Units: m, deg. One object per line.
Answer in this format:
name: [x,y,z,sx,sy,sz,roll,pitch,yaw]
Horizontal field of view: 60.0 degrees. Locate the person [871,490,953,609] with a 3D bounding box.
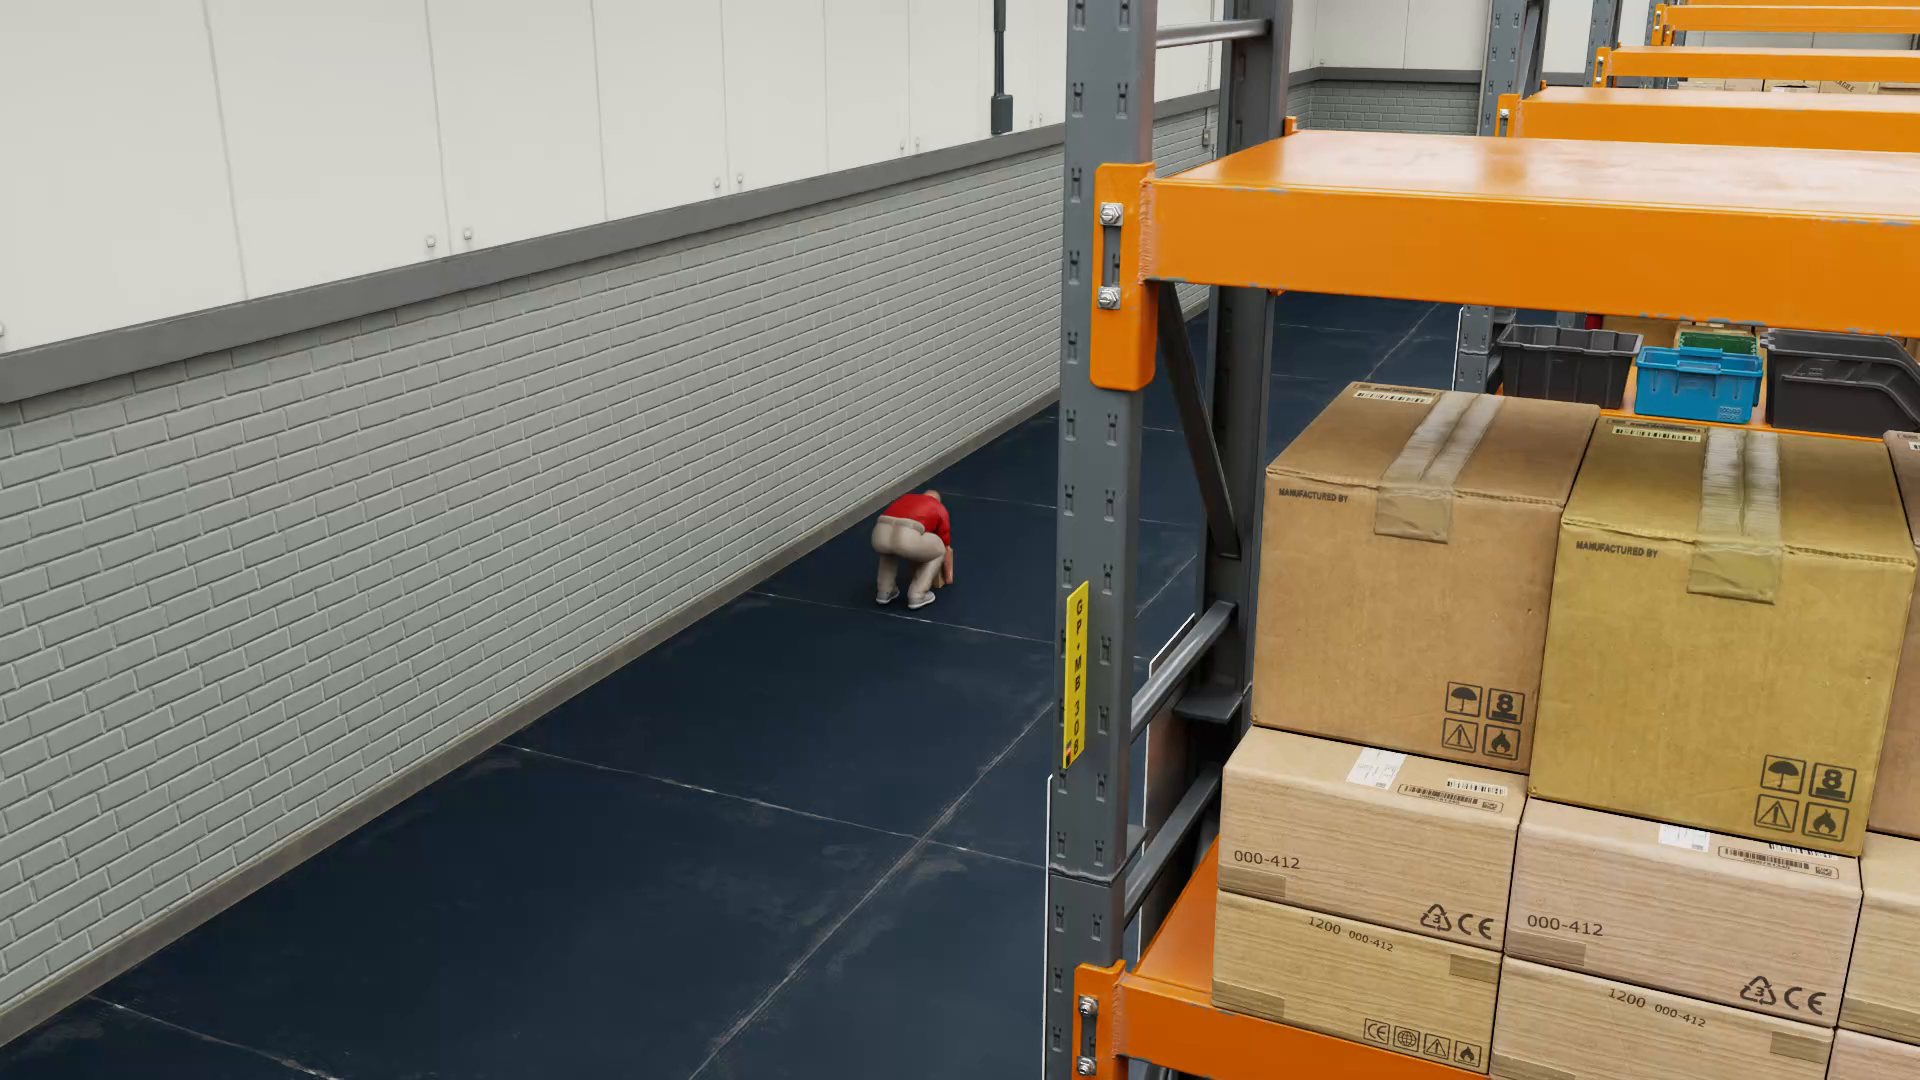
person: [-0.364,0.059,12.893,0.536,0.814,0.954,8,20,21]
